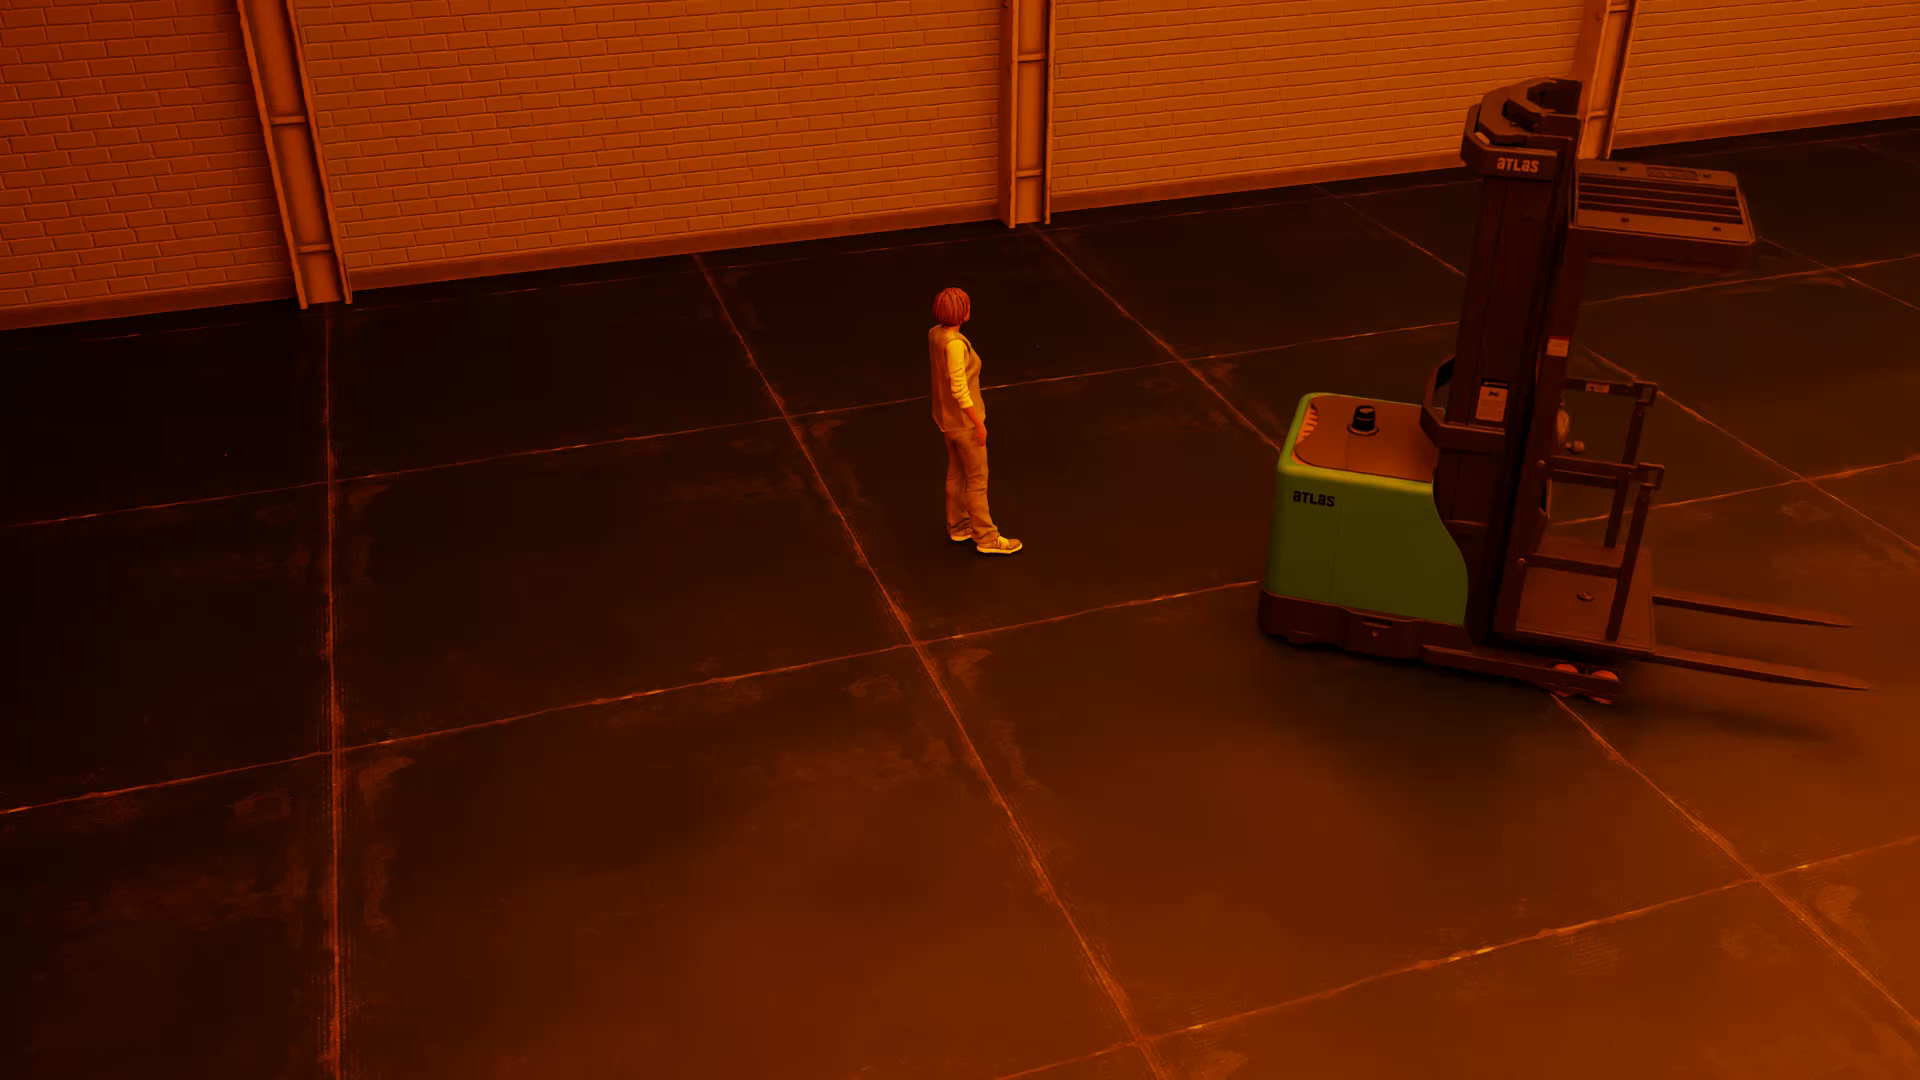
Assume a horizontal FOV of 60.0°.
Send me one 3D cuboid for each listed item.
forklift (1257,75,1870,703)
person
[{"bbox_3d":[3.200,-0.728,8.352,3.031,2.935,1.130,9,31,16],"label":"forklift"},{"bbox_3d":[0.075,-0.704,9.633,0.473,1.599,0.520,-10,31,-16],"label":"person"}]
